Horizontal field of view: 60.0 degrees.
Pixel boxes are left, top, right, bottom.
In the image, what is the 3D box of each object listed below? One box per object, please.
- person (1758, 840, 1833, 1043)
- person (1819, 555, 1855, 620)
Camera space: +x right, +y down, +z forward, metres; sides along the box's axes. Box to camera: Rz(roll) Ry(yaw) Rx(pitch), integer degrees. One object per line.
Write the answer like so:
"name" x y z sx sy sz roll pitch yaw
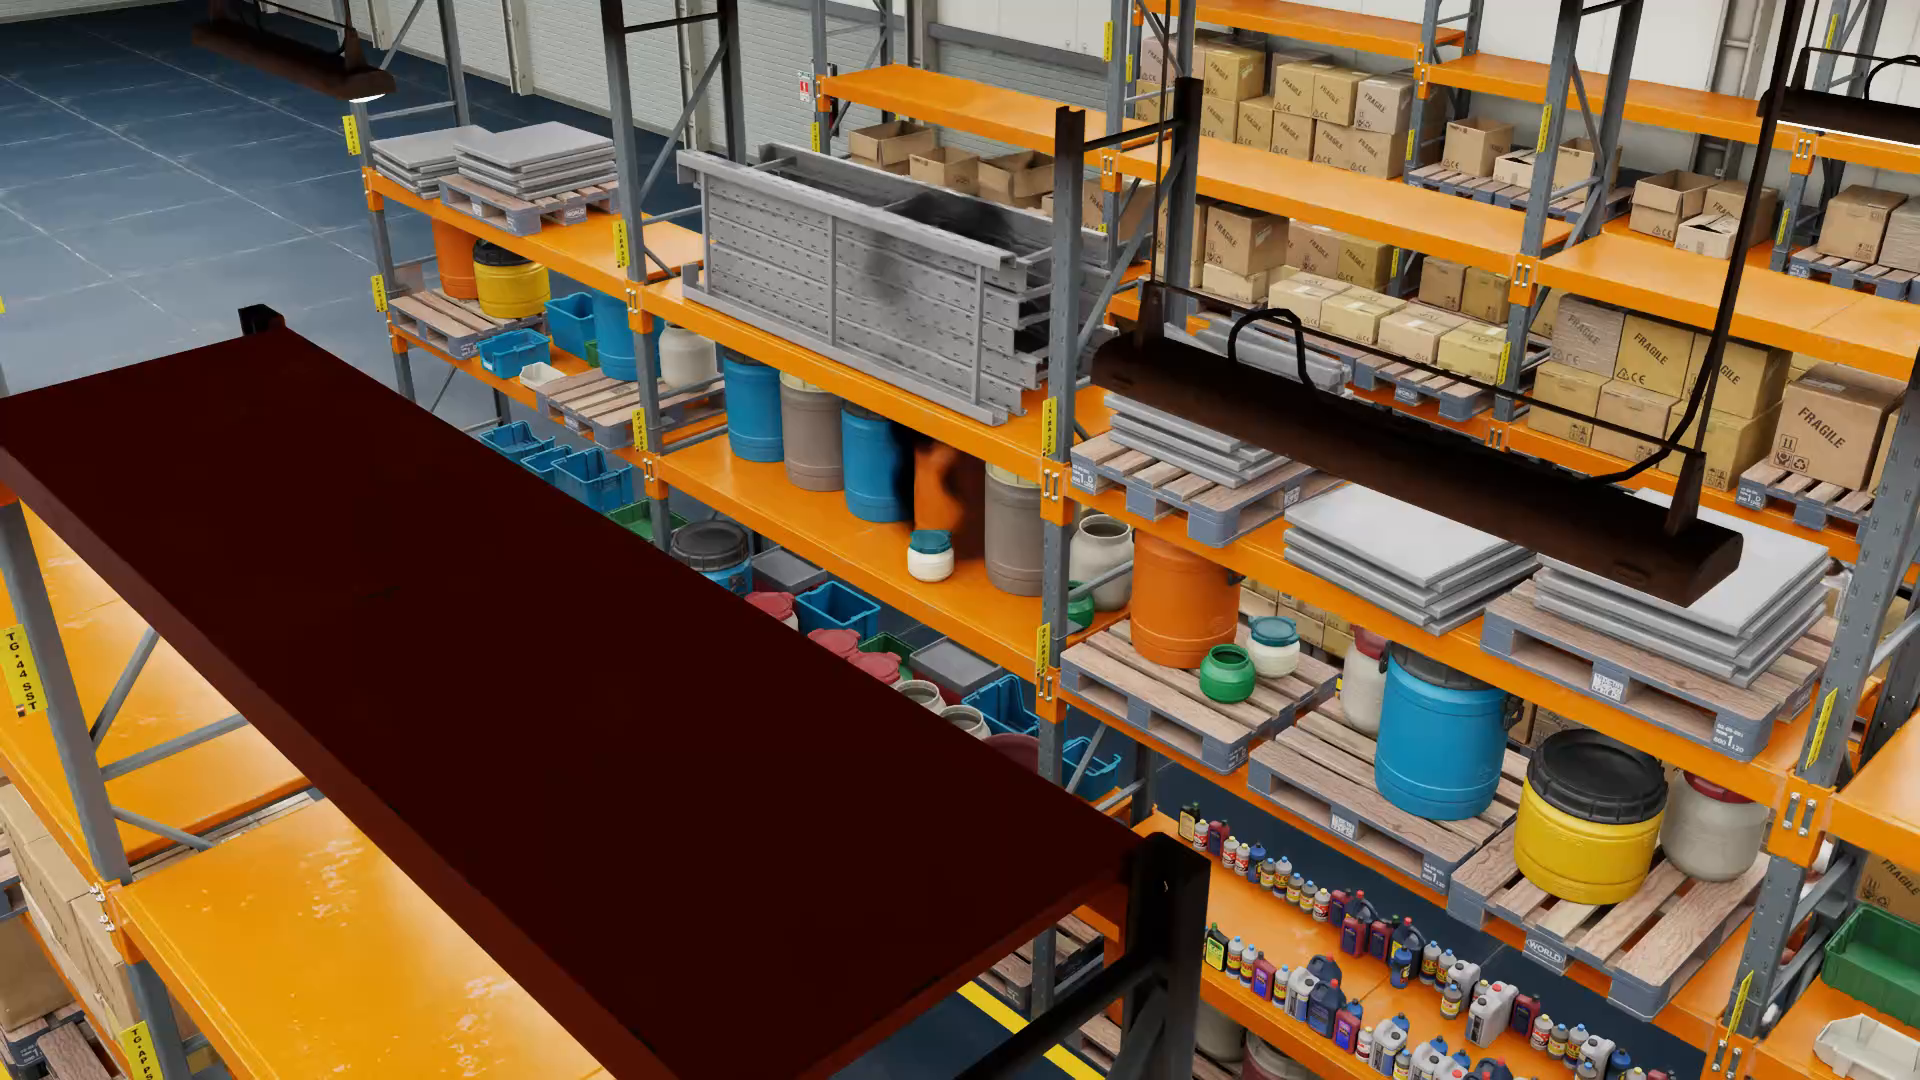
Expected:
"person" 5.111 2.552 10.273 0.602 1.742 0.657 21 35 34
"person" 6.907 0.785 13.537 0.710 1.757 0.563 -22 35 -34
